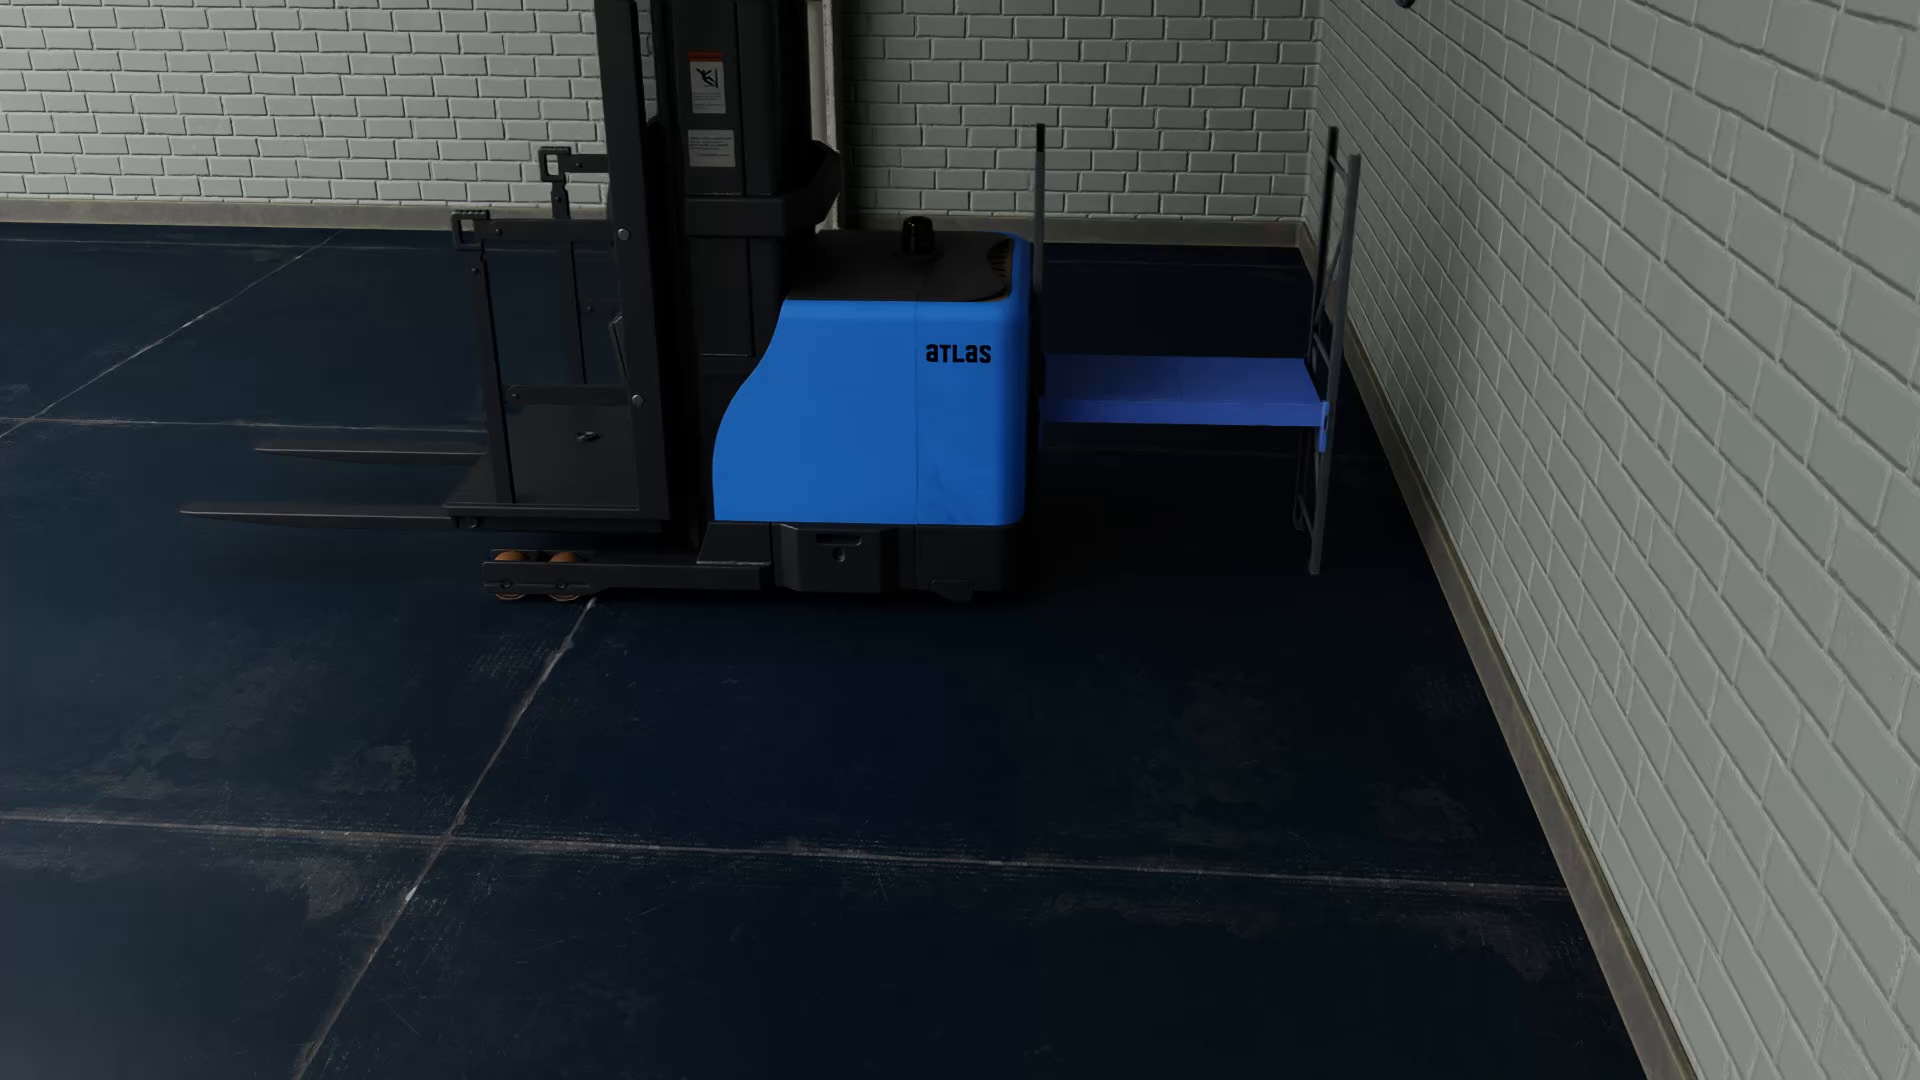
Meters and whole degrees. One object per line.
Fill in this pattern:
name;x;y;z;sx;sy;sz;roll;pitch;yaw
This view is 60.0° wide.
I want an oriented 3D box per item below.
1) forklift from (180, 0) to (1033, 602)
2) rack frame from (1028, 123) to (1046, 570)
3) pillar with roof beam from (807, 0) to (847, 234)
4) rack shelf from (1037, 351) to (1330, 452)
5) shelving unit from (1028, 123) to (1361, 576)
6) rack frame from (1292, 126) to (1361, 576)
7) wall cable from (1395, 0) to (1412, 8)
forklift;-1.260;-1.337;5.649;3.031;2.935;1.130;1;25;3
rack frame;0.273;-0.679;5.932;0.032;1.500;0.500;1;25;3
pillar with roof beam;-1.240;-4.120;4.439;0.400;9.000;9.100;2;25;4
rack shelf;0.780;-0.505;5.984;1.000;0.185;0.538;1;25;3
shelving unit;0.780;-0.669;5.909;1.048;1.500;0.538;1;25;3
rack frame;1.288;-0.658;5.886;0.032;1.500;0.500;1;25;3
wall cable;1.926;-3.858;7.584;0.112;2.526;3.097;2;25;4
